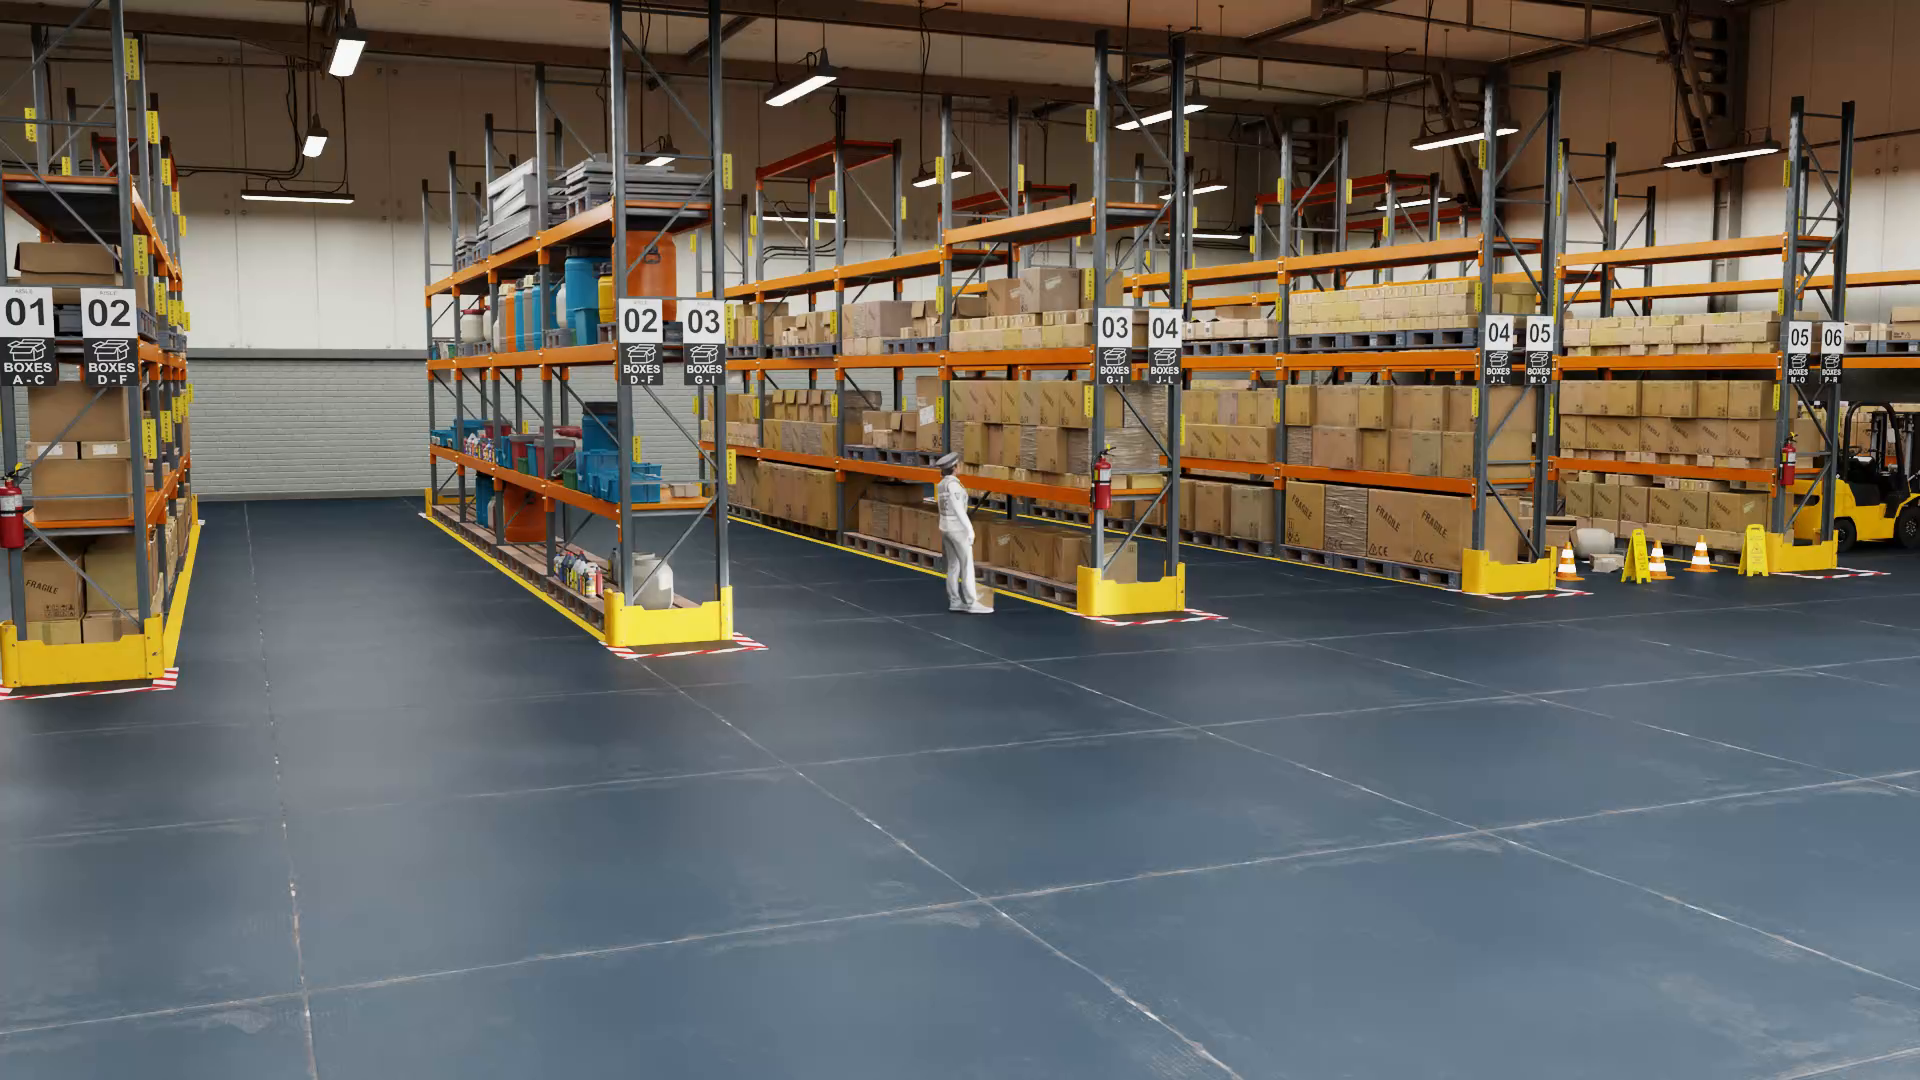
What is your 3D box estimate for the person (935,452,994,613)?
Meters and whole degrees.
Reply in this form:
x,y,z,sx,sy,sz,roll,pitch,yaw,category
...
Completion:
x,y,z,sx,sy,sz,roll,pitch,yaw,category
0.016,-0.088,17.649,0.535,1.695,0.580,-2,6,-24,person
